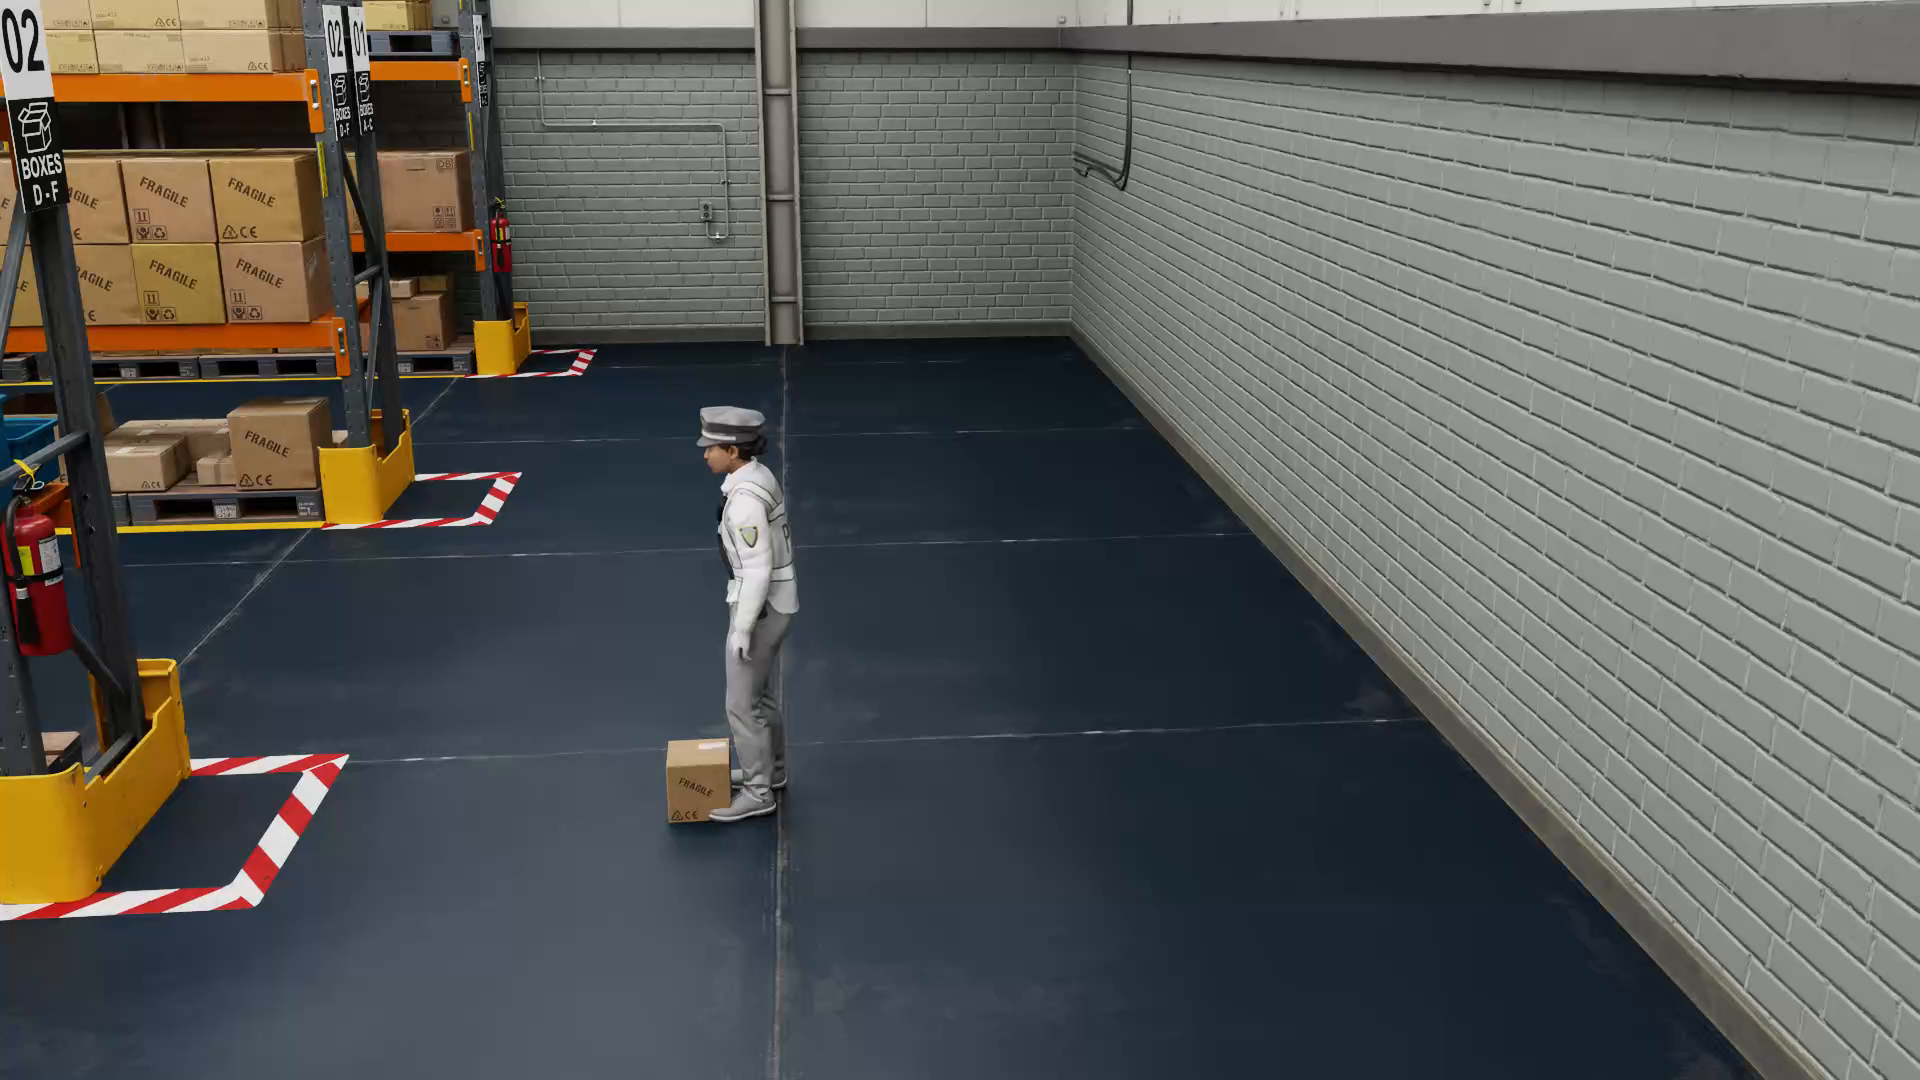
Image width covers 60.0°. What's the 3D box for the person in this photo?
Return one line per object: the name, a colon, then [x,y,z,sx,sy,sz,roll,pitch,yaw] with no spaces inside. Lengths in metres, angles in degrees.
person: [-0.837,0.289,6.581,0.403,1.664,0.528,-2,17,-5]
